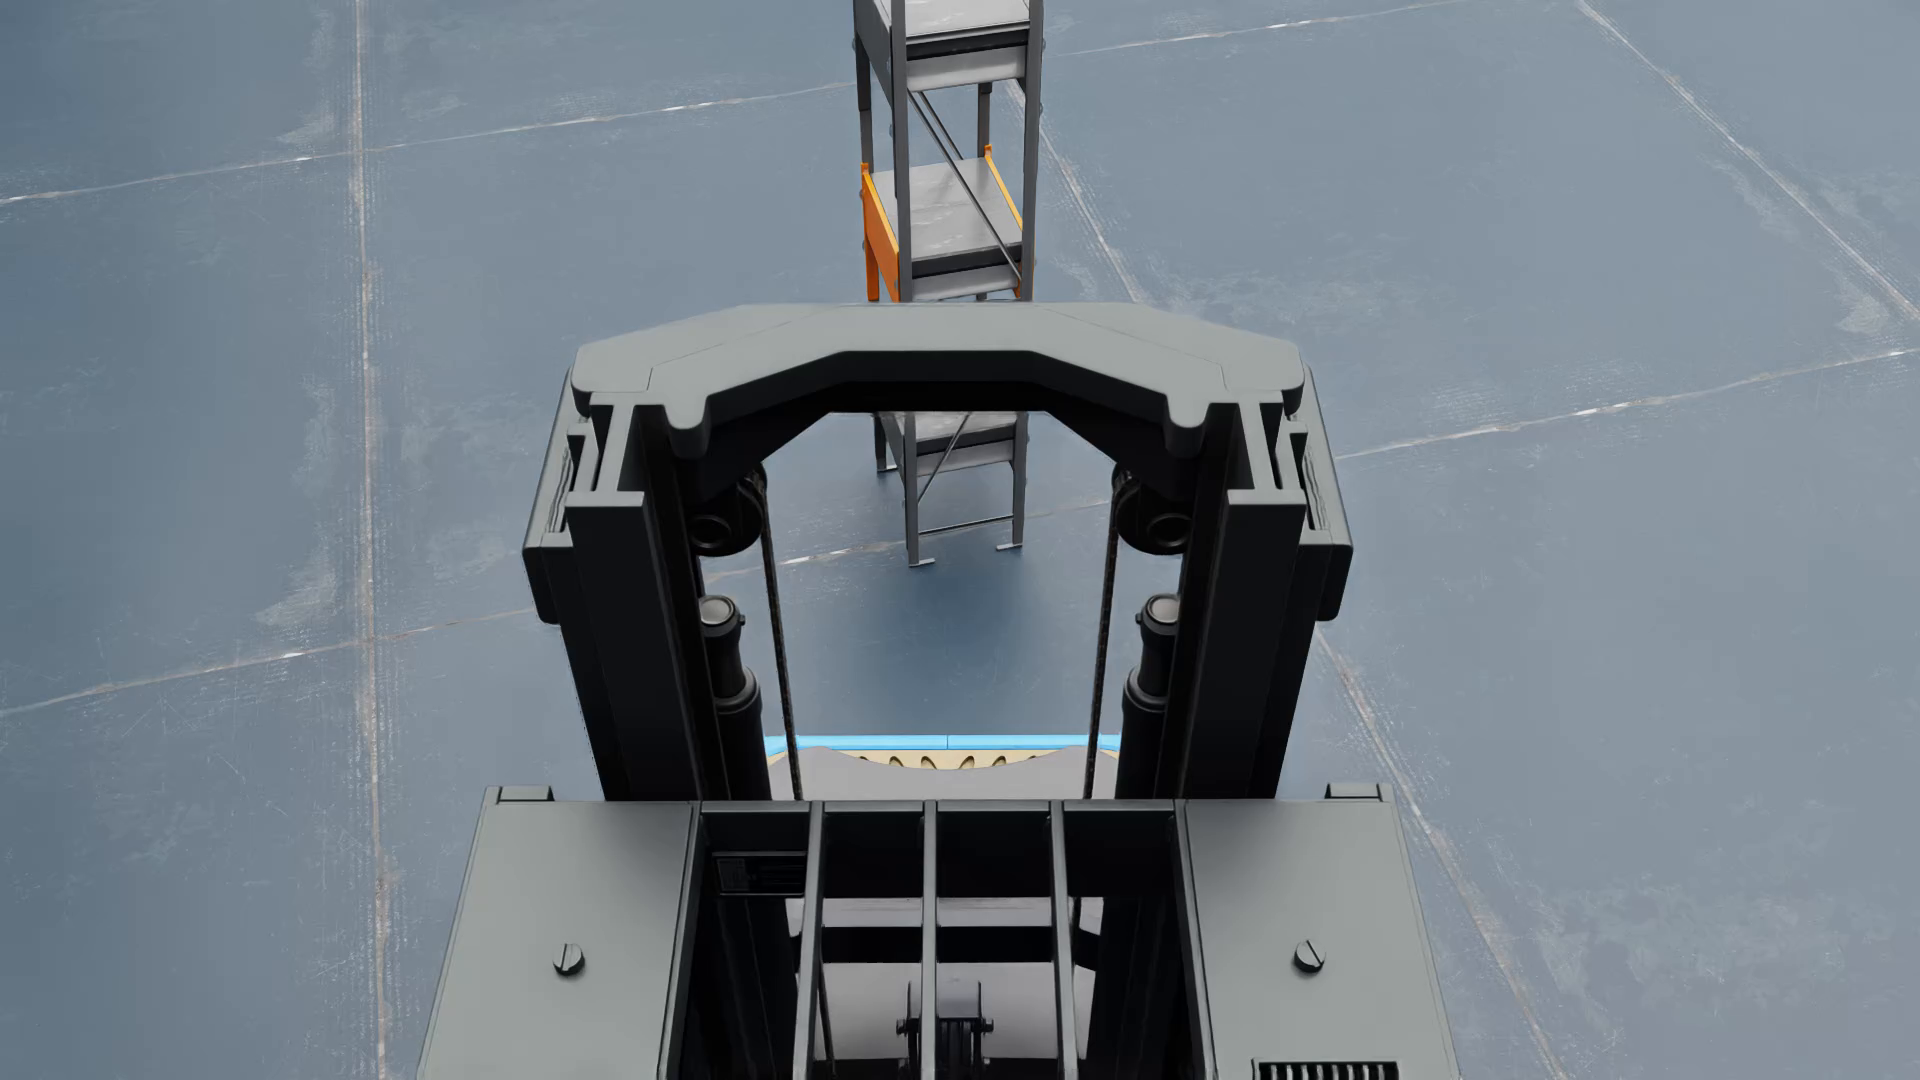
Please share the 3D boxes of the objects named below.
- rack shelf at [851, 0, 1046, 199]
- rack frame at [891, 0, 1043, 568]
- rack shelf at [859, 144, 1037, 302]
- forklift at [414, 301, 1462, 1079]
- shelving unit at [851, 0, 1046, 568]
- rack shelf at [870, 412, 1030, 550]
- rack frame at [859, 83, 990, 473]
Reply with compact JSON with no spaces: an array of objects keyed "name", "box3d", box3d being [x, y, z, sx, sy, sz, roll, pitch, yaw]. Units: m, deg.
[{"name":"rack shelf","box3d":[-0.042,-1.330,4.622,0.431,0.518,0.480,-11,47,-10]},{"name":"rack frame","box3d":[0.020,-0.681,4.947,0.400,2.100,0.015,-11,47,-10]},{"name":"rack shelf","box3d":[-0.042,-0.840,5.122,0.431,0.518,0.480,-11,47,-10]},{"name":"forklift","box3d":[-0.023,1.228,2.495,1.130,2.935,3.031,0,46,0]},{"name":"shelving unit","box3d":[-0.042,-0.849,5.112,0.431,2.100,0.503,-11,47,-10]},{"name":"rack shelf","box3d":[-0.042,-0.350,5.622,0.431,0.518,0.480,-11,47,-10]},{"name":"rack frame","box3d":[-0.105,-1.018,5.277,0.400,2.100,0.015,-11,47,-10]}]
